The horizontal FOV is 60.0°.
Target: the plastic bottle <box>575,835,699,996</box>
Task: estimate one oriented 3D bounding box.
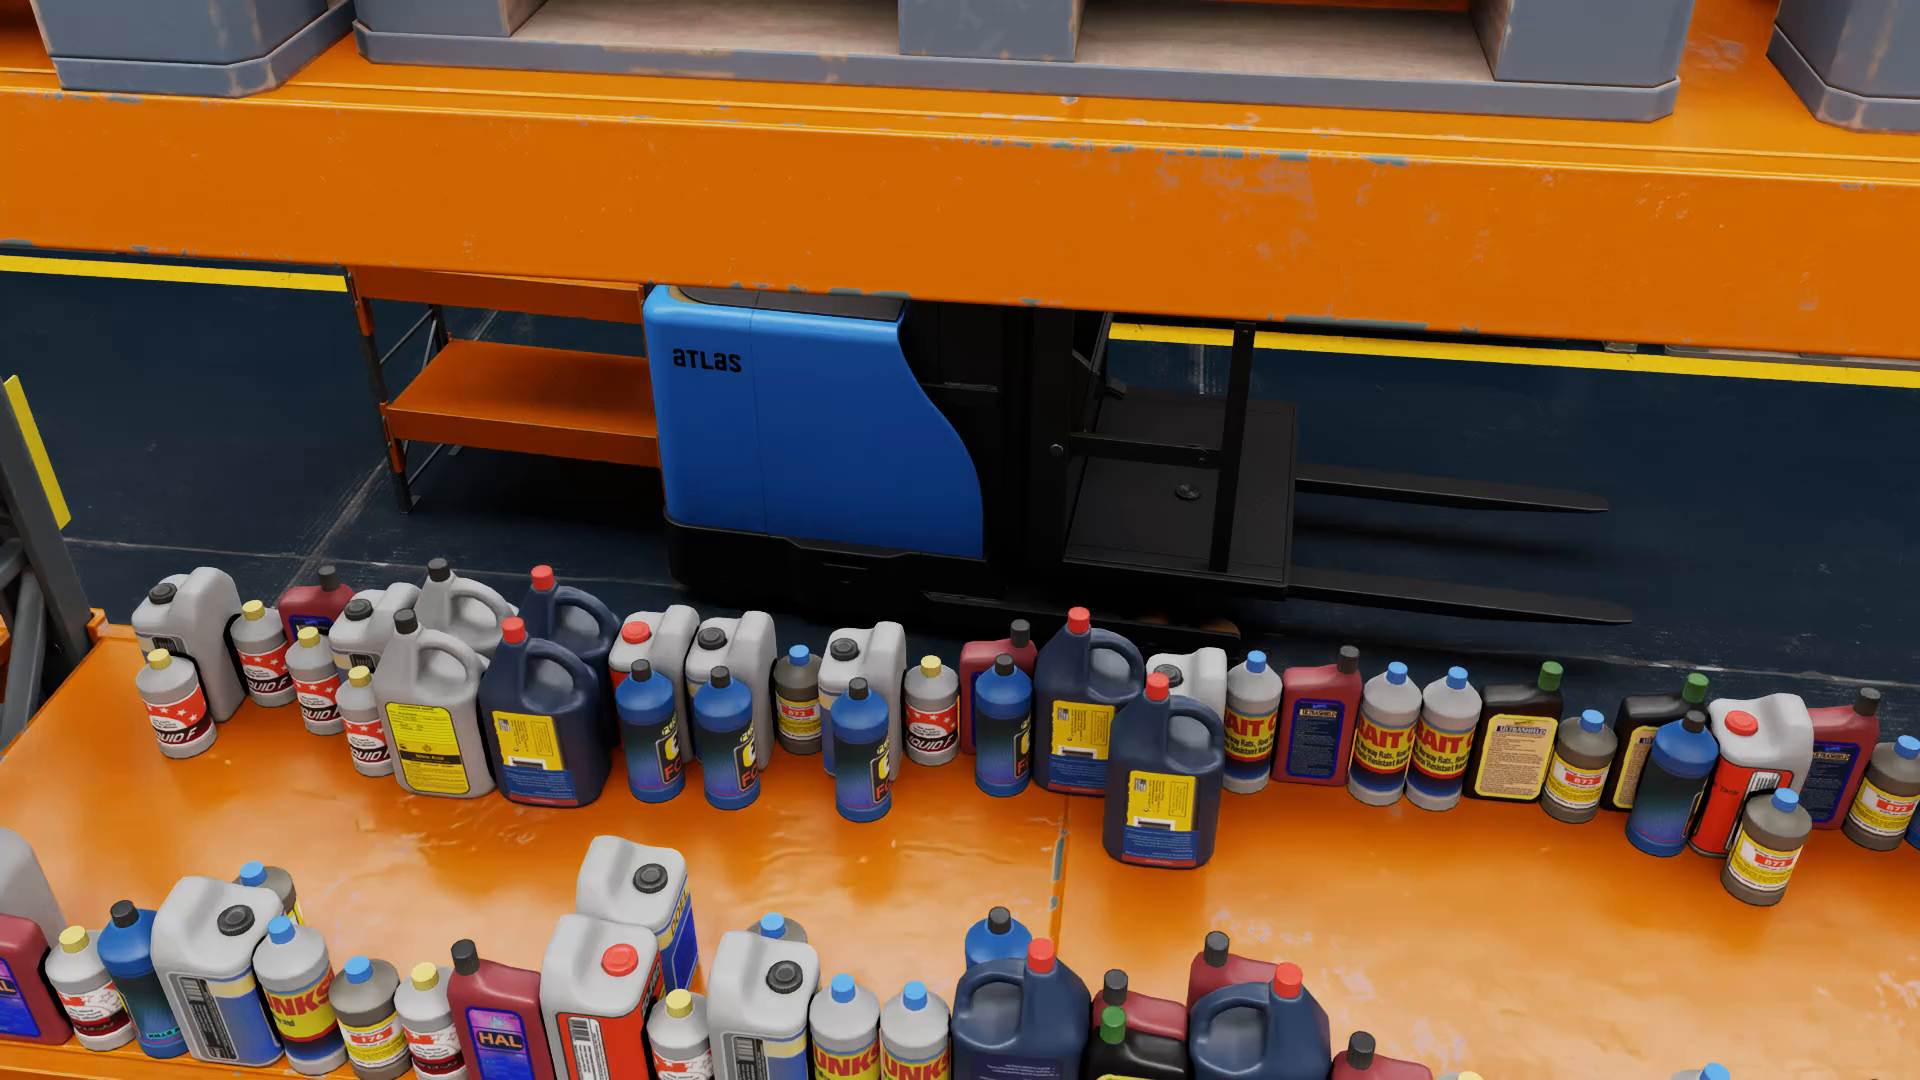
[{"bbox_3d":[-0.479,0.569,2.477,0.135,0.276,0.152,4,36,6],"label":"plastic bottle"}]

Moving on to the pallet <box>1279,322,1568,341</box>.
[{"bbox_3d":[1.999,-1.240,7.306,1.213,0.211,1.003,4,36,6],"label":"pallet"}]

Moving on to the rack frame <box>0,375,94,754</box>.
[{"bbox_3d":[-1.827,0.284,2.770,0.127,3.000,1.000,4,36,6],"label":"rack frame"}]

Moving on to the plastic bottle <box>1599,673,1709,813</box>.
[{"bbox_3d":[1.166,0.339,2.793,0.133,0.283,0.061,4,36,6],"label":"plastic bottle"}]

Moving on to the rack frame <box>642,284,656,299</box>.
[{"bbox_3d":[-0.921,-0.578,5.591,0.032,1.125,0.500,7,36,9],"label":"rack frame"}]

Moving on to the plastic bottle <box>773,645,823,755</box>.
[{"bbox_3d":[-0.280,0.275,2.953,0.097,0.201,0.097,0,36,0],"label":"plastic bottle"}]

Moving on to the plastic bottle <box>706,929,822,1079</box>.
[{"bbox_3d":[-0.268,0.674,2.330,0.135,0.276,0.152,4,36,6],"label":"plastic bottle"}]

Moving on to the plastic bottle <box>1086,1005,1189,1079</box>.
[{"bbox_3d":[0.236,0.735,2.238,0.133,0.283,0.061,4,36,6],"label":"plastic bottle"}]

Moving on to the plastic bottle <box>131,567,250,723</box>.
[{"bbox_3d":[-1.395,0.178,3.026,0.135,0.276,0.152,4,36,6],"label":"plastic bottle"}]

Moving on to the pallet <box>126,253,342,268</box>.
[{"bbox_3d":[-3.154,-1.625,7.845,1.213,0.211,1.003,4,36,6],"label":"pallet"}]

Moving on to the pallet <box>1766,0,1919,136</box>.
[{"bbox_3d":[1.394,-0.677,1.697,1.213,0.211,1.003,4,36,6],"label":"pallet"}]

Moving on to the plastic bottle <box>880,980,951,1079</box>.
[{"bbox_3d":[-0.060,0.708,2.287,0.097,0.271,0.097,0,36,0],"label":"plastic bottle"}]

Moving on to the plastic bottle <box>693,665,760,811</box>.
[{"bbox_3d":[-0.396,0.327,2.820,0.097,0.271,0.097,0,36,0],"label":"plastic bottle"}]

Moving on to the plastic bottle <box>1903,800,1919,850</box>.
[{"bbox_3d":[1.641,0.390,2.732,0.097,0.271,0.097,0,36,0],"label":"plastic bottle"}]

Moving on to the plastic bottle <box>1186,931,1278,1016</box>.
[{"bbox_3d":[0.386,0.662,2.340,0.133,0.283,0.061,4,36,6],"label":"plastic bottle"}]

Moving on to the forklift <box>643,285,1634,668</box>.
[{"bbox_3d":[0.612,-1.123,4.801,3.031,2.935,1.130,6,36,9],"label":"forklift"}]

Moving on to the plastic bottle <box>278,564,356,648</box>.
[{"bbox_3d":[-1.160,0.165,3.036,0.133,0.283,0.061,4,36,6],"label":"plastic bottle"}]

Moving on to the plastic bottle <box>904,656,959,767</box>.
[{"bbox_3d":[-0.050,0.292,2.929,0.097,0.201,0.097,0,36,0],"label":"plastic bottle"}]

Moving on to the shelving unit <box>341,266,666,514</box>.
[{"bbox_3d":[-1.419,-0.635,5.671,1.048,1.125,0.538,7,36,9],"label":"shelving unit"}]

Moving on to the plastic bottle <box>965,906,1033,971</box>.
[{"bbox_3d":[0.055,0.632,2.393,0.097,0.271,0.097,0,36,0],"label":"plastic bottle"}]

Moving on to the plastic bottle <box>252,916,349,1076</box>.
[{"bbox_3d":[-0.942,0.642,2.379,0.097,0.271,0.097,0,36,0],"label":"plastic bottle"}]

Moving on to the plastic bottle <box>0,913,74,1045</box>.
[{"bbox_3d":[-1.385,0.615,2.407,0.133,0.283,0.061,4,36,6],"label":"plastic bottle"}]

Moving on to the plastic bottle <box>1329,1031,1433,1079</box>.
[{"bbox_3d":[0.551,0.759,2.205,0.133,0.283,0.061,4,36,6],"label":"plastic bottle"}]

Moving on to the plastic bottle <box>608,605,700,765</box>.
[{"bbox_3d":[-0.532,0.242,2.936,0.135,0.276,0.152,4,36,6],"label":"plastic bottle"}]

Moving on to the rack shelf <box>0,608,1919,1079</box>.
[{"bbox_3d":[0.157,0.725,2.771,4.000,0.370,1.077,4,36,6],"label":"rack shelf"}]

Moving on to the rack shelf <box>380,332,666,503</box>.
[{"bbox_3d":[-1.419,-0.436,5.814,1.000,0.278,0.538,7,36,9],"label":"rack shelf"}]

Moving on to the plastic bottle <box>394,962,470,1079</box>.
[{"bbox_3d":[-0.749,0.685,2.379,0.097,0.201,0.097,0,36,0],"label":"plastic bottle"}]

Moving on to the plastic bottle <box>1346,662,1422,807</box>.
[{"bbox_3d":[0.724,0.322,2.828,0.097,0.271,0.097,0,36,0],"label":"plastic bottle"}]

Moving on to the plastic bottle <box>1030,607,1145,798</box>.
[{"bbox_3d":[0.219,0.265,2.839,0.185,0.351,0.144,4,36,6],"label":"plastic bottle"}]

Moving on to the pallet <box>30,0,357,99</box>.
[{"bbox_3d":[-1.037,-0.858,1.951,1.003,0.211,1.213,4,36,6],"label":"pallet"}]

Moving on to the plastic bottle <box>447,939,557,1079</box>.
[{"bbox_3d":[-0.637,0.670,2.329,0.133,0.283,0.061,4,36,6],"label":"plastic bottle"}]

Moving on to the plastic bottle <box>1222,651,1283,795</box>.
[{"bbox_3d":[0.495,0.305,2.852,0.097,0.271,0.097,0,36,0],"label":"plastic bottle"}]

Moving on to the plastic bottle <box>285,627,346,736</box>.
[{"bbox_3d":[-1.152,0.246,2.995,0.097,0.201,0.097,0,36,0],"label":"plastic bottle"}]

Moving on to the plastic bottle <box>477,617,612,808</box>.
[{"bbox_3d":[-0.709,0.281,2.817,0.185,0.351,0.144,4,36,6],"label":"plastic bottle"}]

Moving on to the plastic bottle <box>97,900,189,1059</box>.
[{"bbox_3d":[-1.172,0.625,2.403,0.097,0.271,0.097,0,36,0],"label":"plastic bottle"}]

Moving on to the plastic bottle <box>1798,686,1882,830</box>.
[{"bbox_3d":[1.432,0.359,2.766,0.133,0.283,0.061,4,36,6],"label":"plastic bottle"}]

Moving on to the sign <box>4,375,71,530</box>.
[{"bbox_3d":[-1.755,-0.145,3.133,0.005,0.325,0.100,4,36,6],"label":"sign"}]

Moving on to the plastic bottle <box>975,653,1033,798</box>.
[{"bbox_3d":[0.074,0.309,2.846,0.097,0.271,0.097,0,36,0],"label":"plastic bottle"}]

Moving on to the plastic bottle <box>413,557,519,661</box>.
[{"bbox_3d":[-0.874,0.184,2.953,0.185,0.351,0.144,4,36,6],"label":"plastic bottle"}]

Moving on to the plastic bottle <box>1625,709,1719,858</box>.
[{"bbox_3d":[1.174,0.391,2.731,0.097,0.271,0.097,0,36,0],"label":"plastic bottle"}]

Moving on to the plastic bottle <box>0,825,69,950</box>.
[{"bbox_3d":[-1.479,0.520,2.482,0.185,0.351,0.144,4,36,6],"label":"plastic bottle"}]

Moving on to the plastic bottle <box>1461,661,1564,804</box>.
[{"bbox_3d":[0.938,0.322,2.817,0.133,0.283,0.061,4,36,6],"label":"plastic bottle"}]
